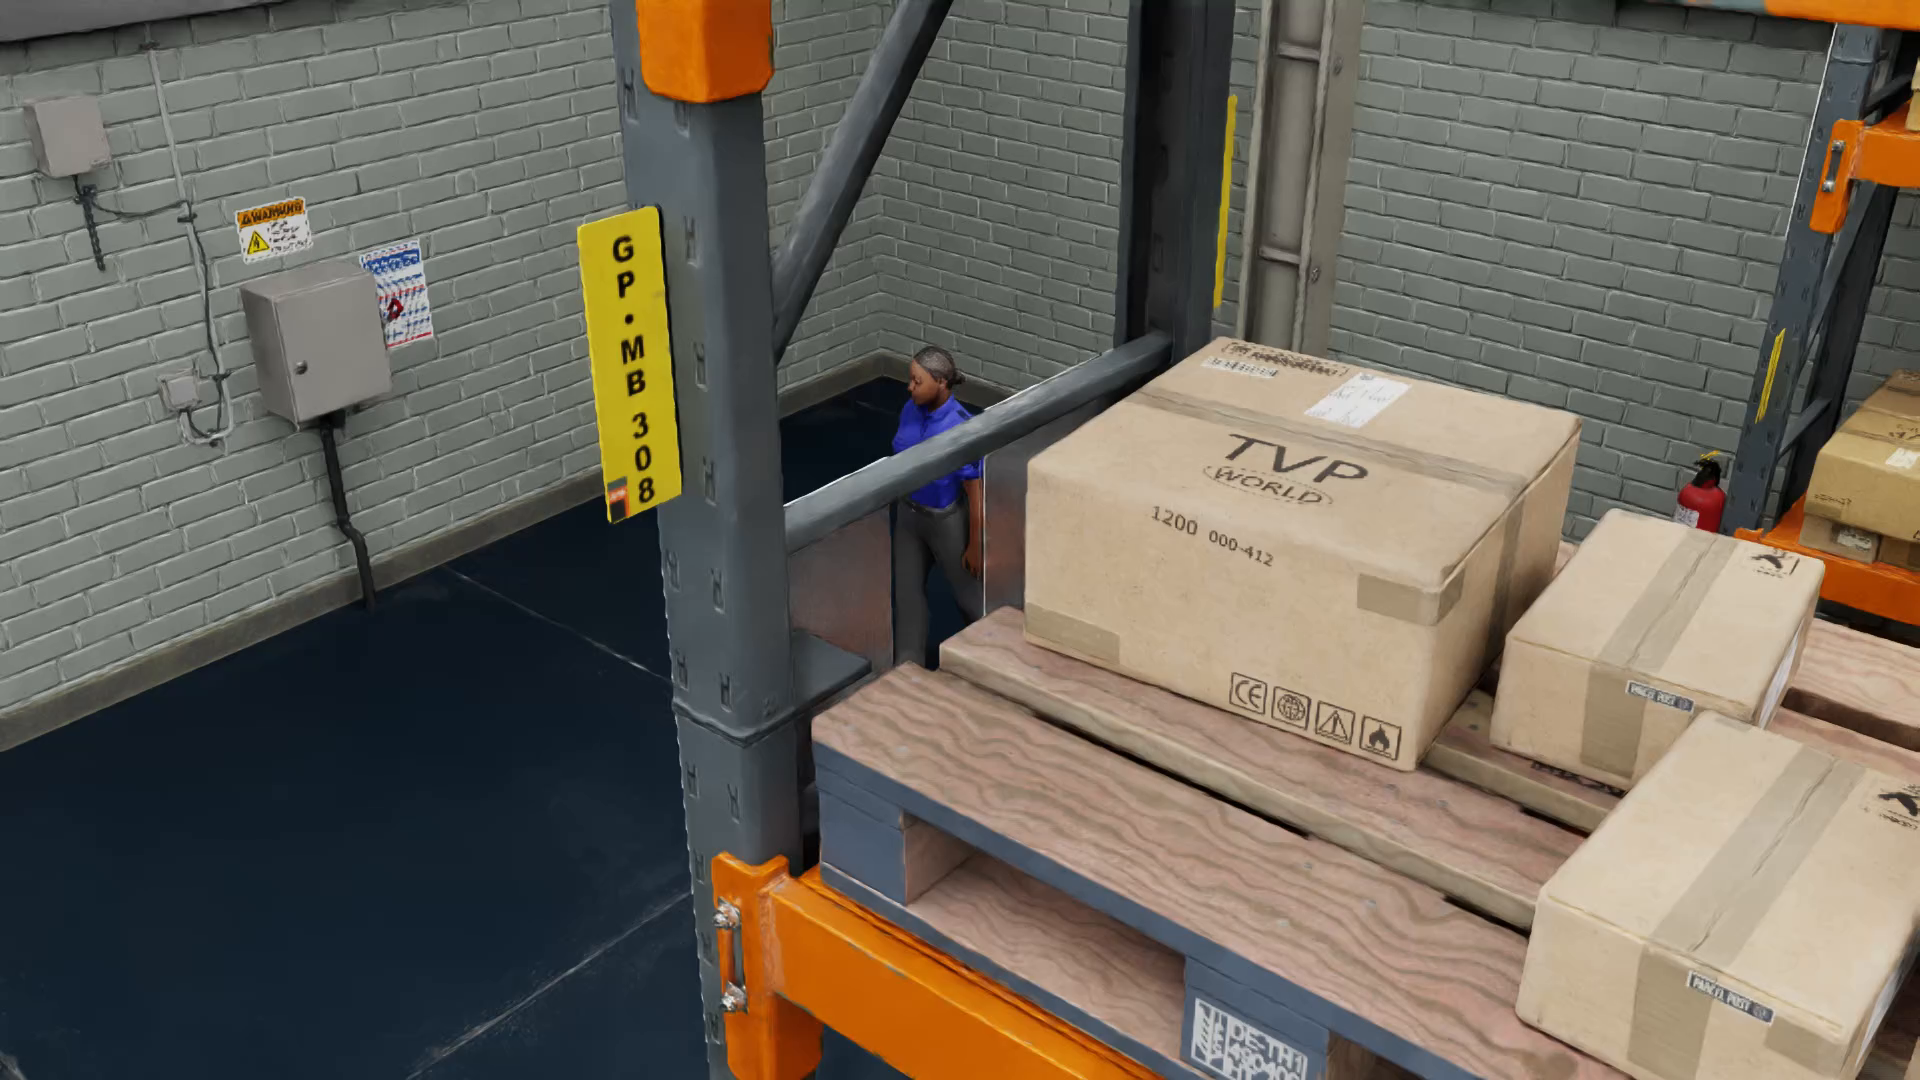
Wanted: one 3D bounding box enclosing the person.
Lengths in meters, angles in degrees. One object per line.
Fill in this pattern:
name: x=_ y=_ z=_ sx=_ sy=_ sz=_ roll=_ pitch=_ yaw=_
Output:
person: x=-0.128 y=-0.064 z=7.214 sx=0.648 sy=1.646 sz=0.566 roll=23 pitch=35 yaw=37
